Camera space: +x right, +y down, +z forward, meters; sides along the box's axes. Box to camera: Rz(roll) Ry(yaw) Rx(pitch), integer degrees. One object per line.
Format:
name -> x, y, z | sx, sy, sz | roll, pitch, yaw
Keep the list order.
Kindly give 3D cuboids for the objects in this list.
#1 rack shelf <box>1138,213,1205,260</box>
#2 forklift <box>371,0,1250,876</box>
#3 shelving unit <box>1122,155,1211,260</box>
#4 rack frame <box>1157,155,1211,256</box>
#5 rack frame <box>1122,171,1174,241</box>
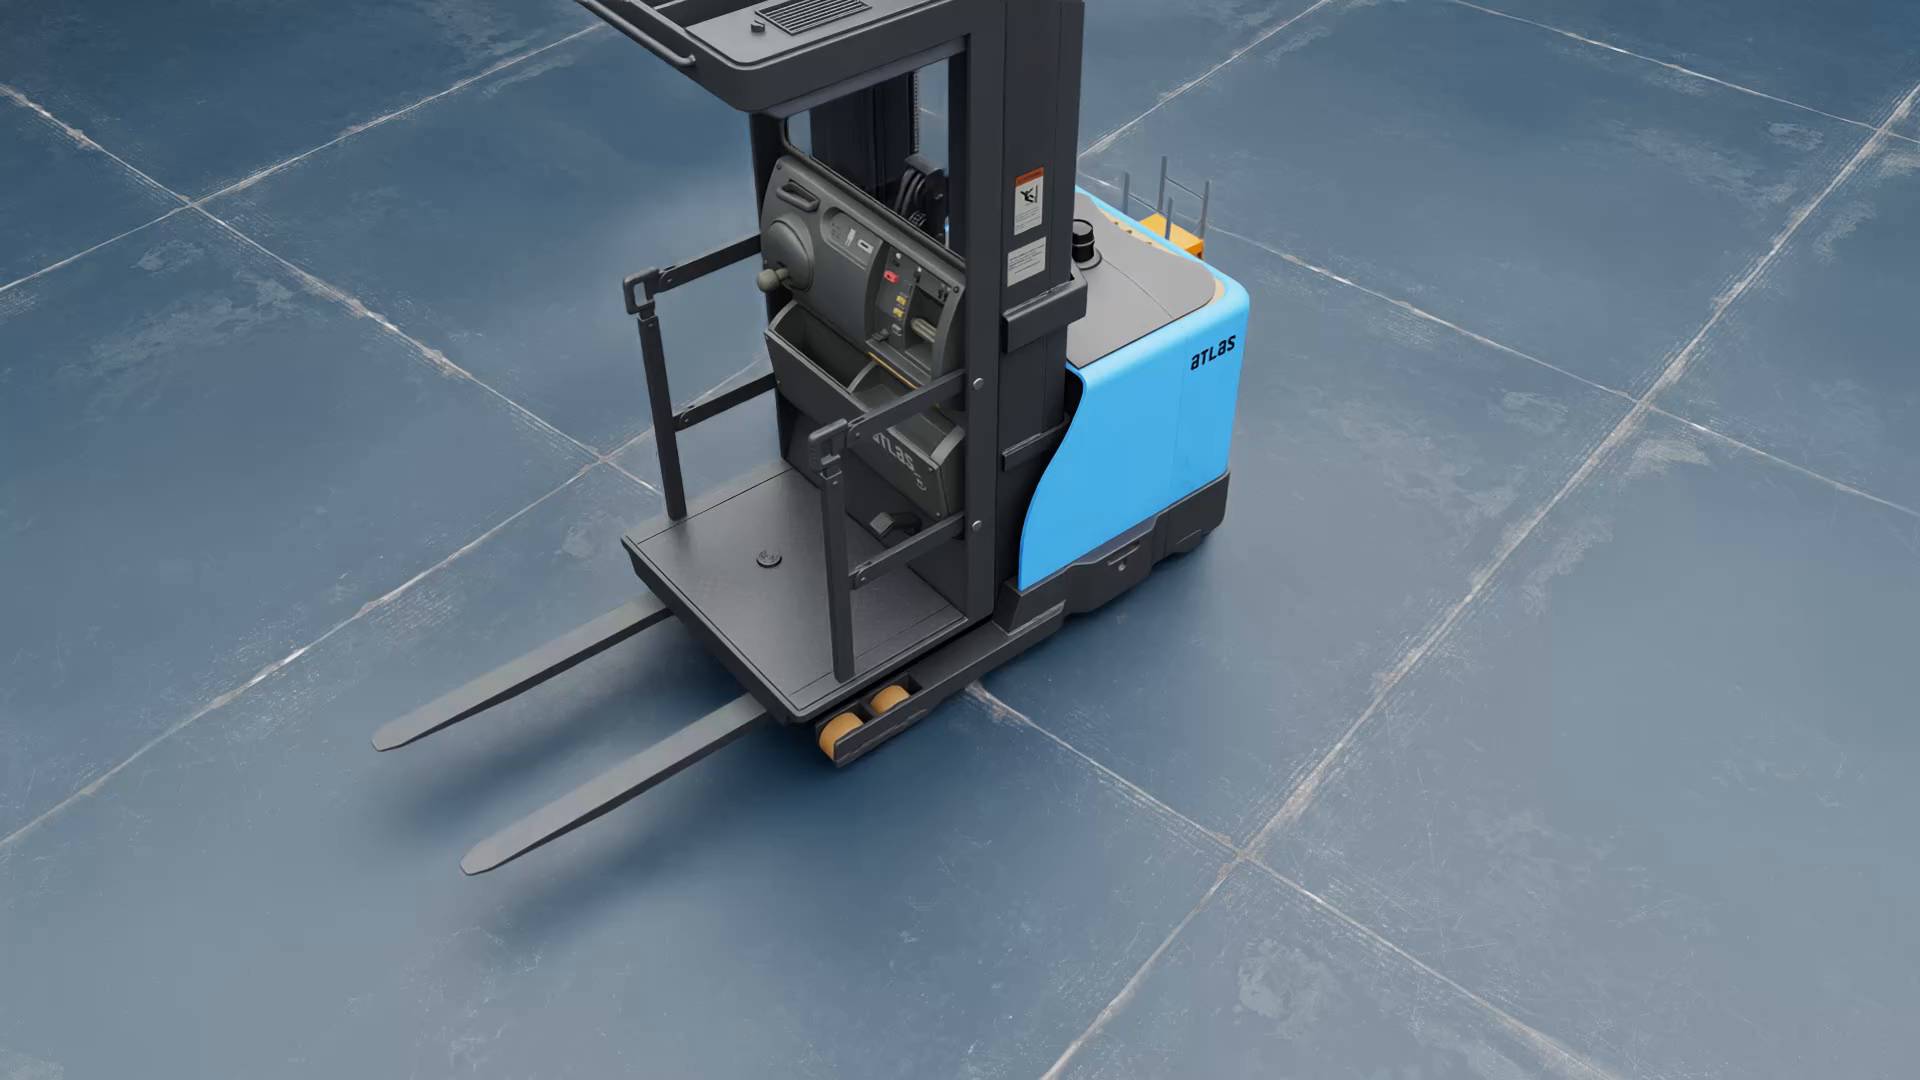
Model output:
rack shelf -> 0.735, -1.075, 6.072 | 0.180, 0.103, 0.258 | -29, 49, -28
forklift -> -0.469, -0.757, 4.904 | 3.031, 2.935, 1.130 | -29, 49, -28
shelving unit -> 0.735, -0.842, 6.284 | 0.189, 1.200, 0.258 | -29, 49, -28
rack frame -> 0.806, -0.881, 6.327 | 0.006, 1.200, 0.240 | -29, 49, -28
rack frame -> 0.664, -0.803, 6.241 | 0.006, 1.200, 0.240 | -29, 49, -28
